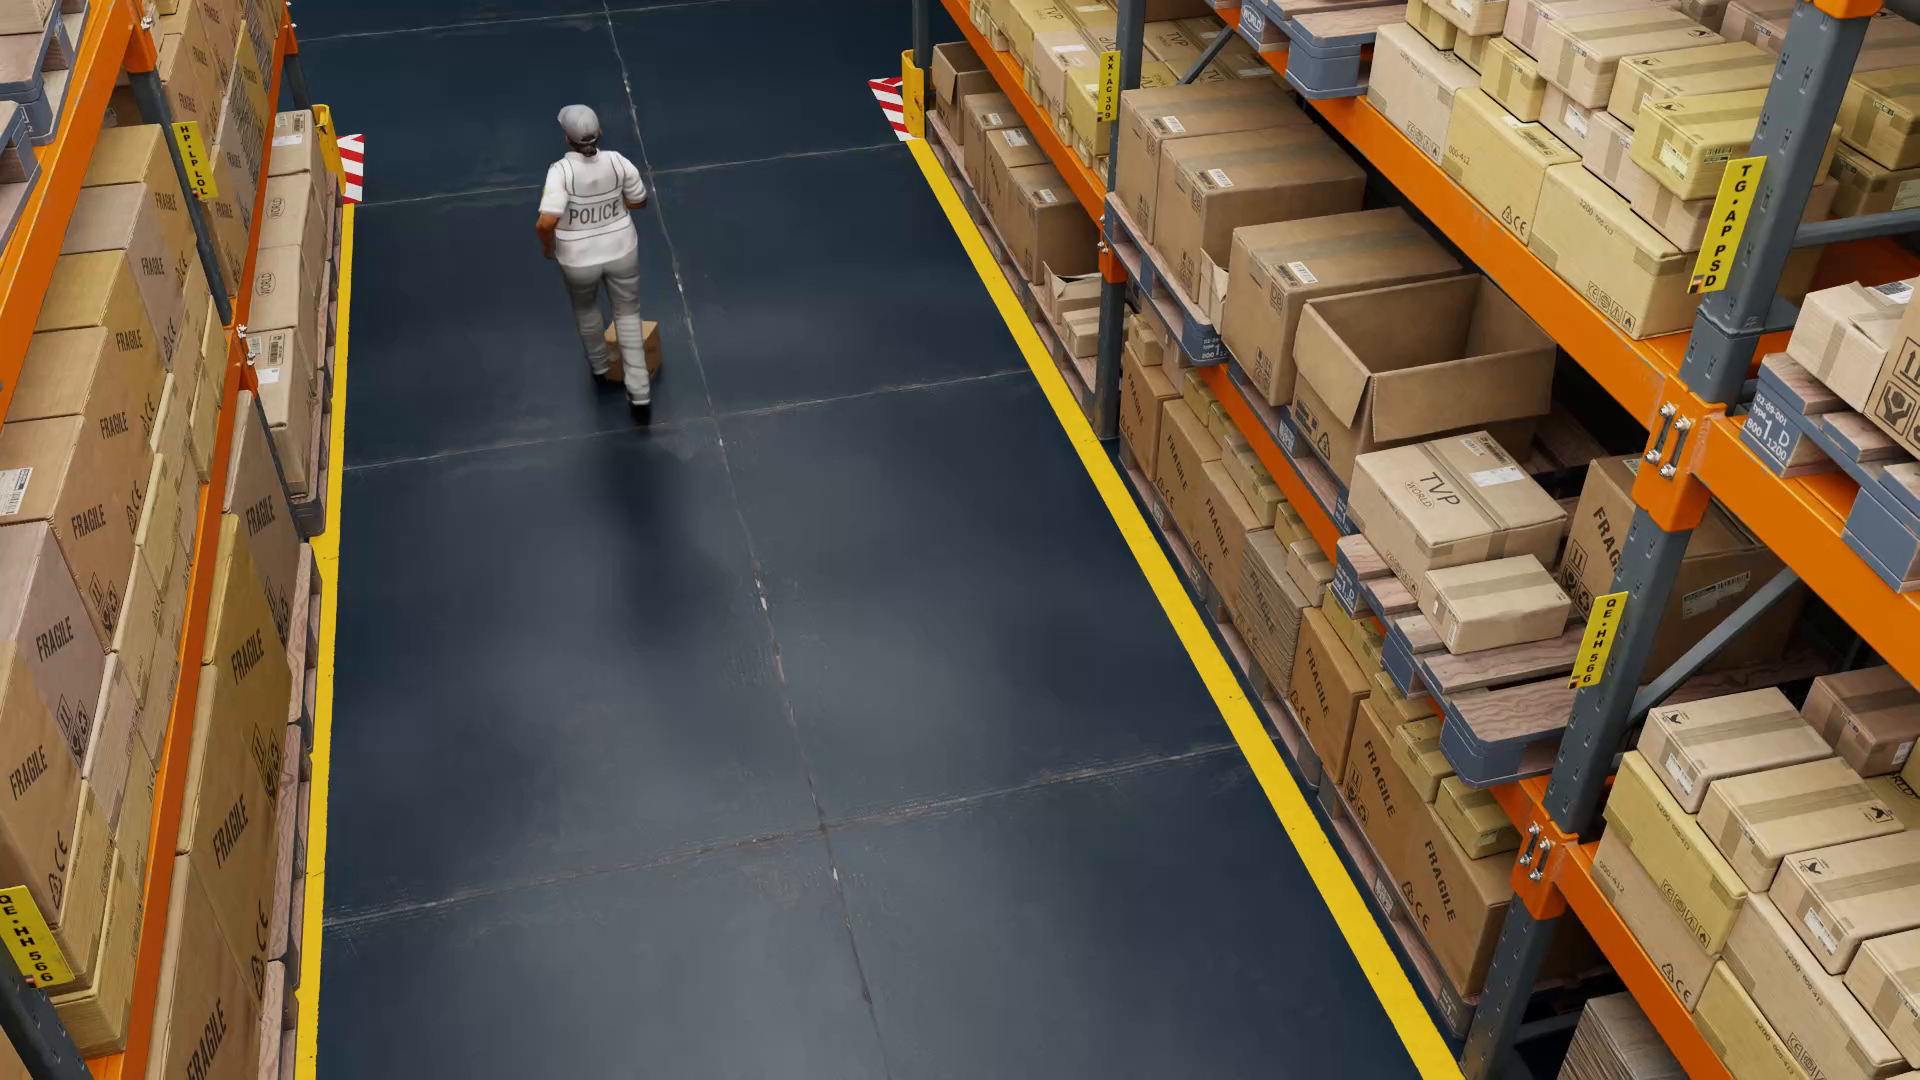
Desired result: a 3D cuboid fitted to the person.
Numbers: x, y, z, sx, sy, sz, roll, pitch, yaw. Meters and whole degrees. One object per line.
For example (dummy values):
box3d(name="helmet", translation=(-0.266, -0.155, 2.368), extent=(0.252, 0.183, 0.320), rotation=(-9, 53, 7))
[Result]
box3d(name="person", translation=(-1.875, -1.463, 8.541), extent=(0.602, 1.680, 0.777), rotation=(-14, 41, -17))
